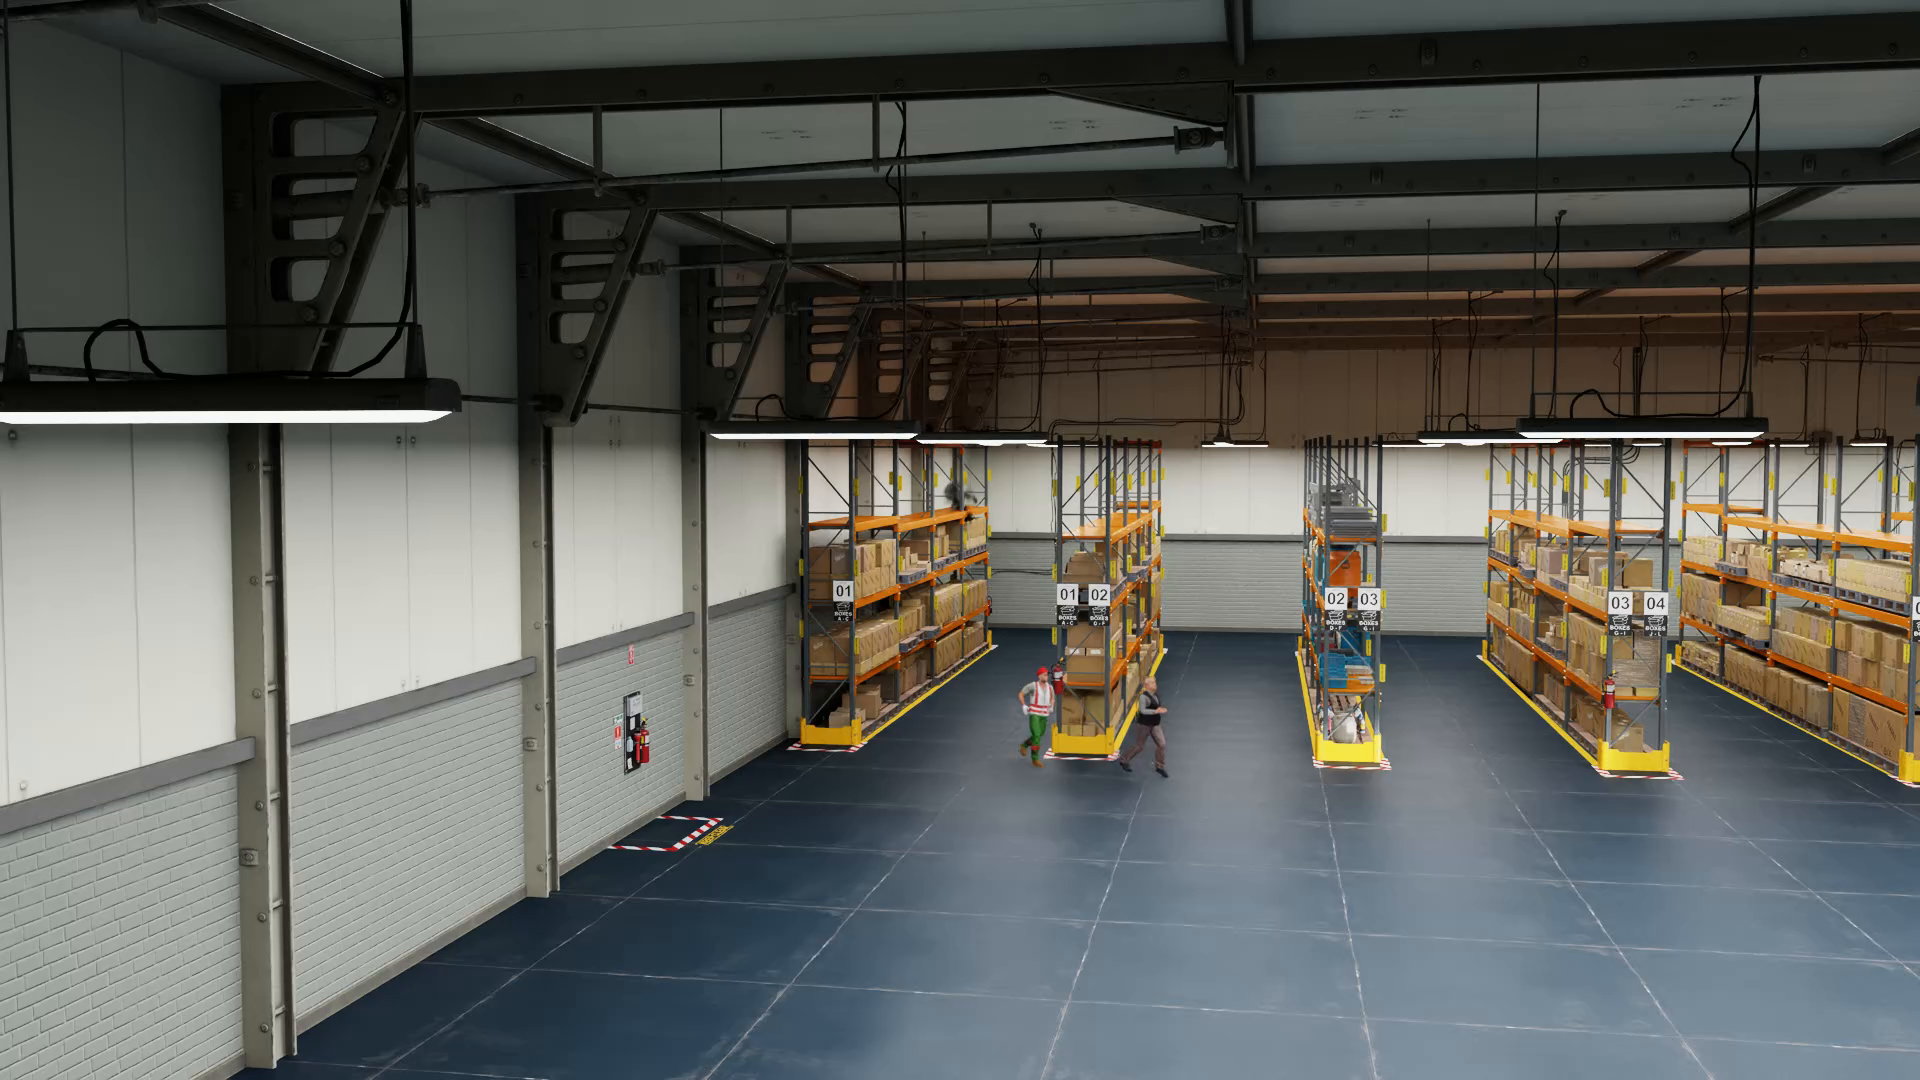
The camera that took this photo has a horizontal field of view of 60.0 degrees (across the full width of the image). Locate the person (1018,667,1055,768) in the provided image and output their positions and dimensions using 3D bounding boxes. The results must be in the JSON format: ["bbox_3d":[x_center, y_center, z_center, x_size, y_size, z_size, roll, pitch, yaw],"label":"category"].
[{"bbox_3d":[1.428,3.206,30.404,0.710,1.761,0.886,-2,4,-30],"label":"person"}]

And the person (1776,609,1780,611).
[{"bbox_3d":[20.846,2.626,42.486,0.537,1.582,0.670,0,3,1],"label":"person"}]

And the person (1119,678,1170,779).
[{"bbox_3d":[3.266,3.319,29.203,0.912,1.696,0.663,2,4,39],"label":"person"}]
